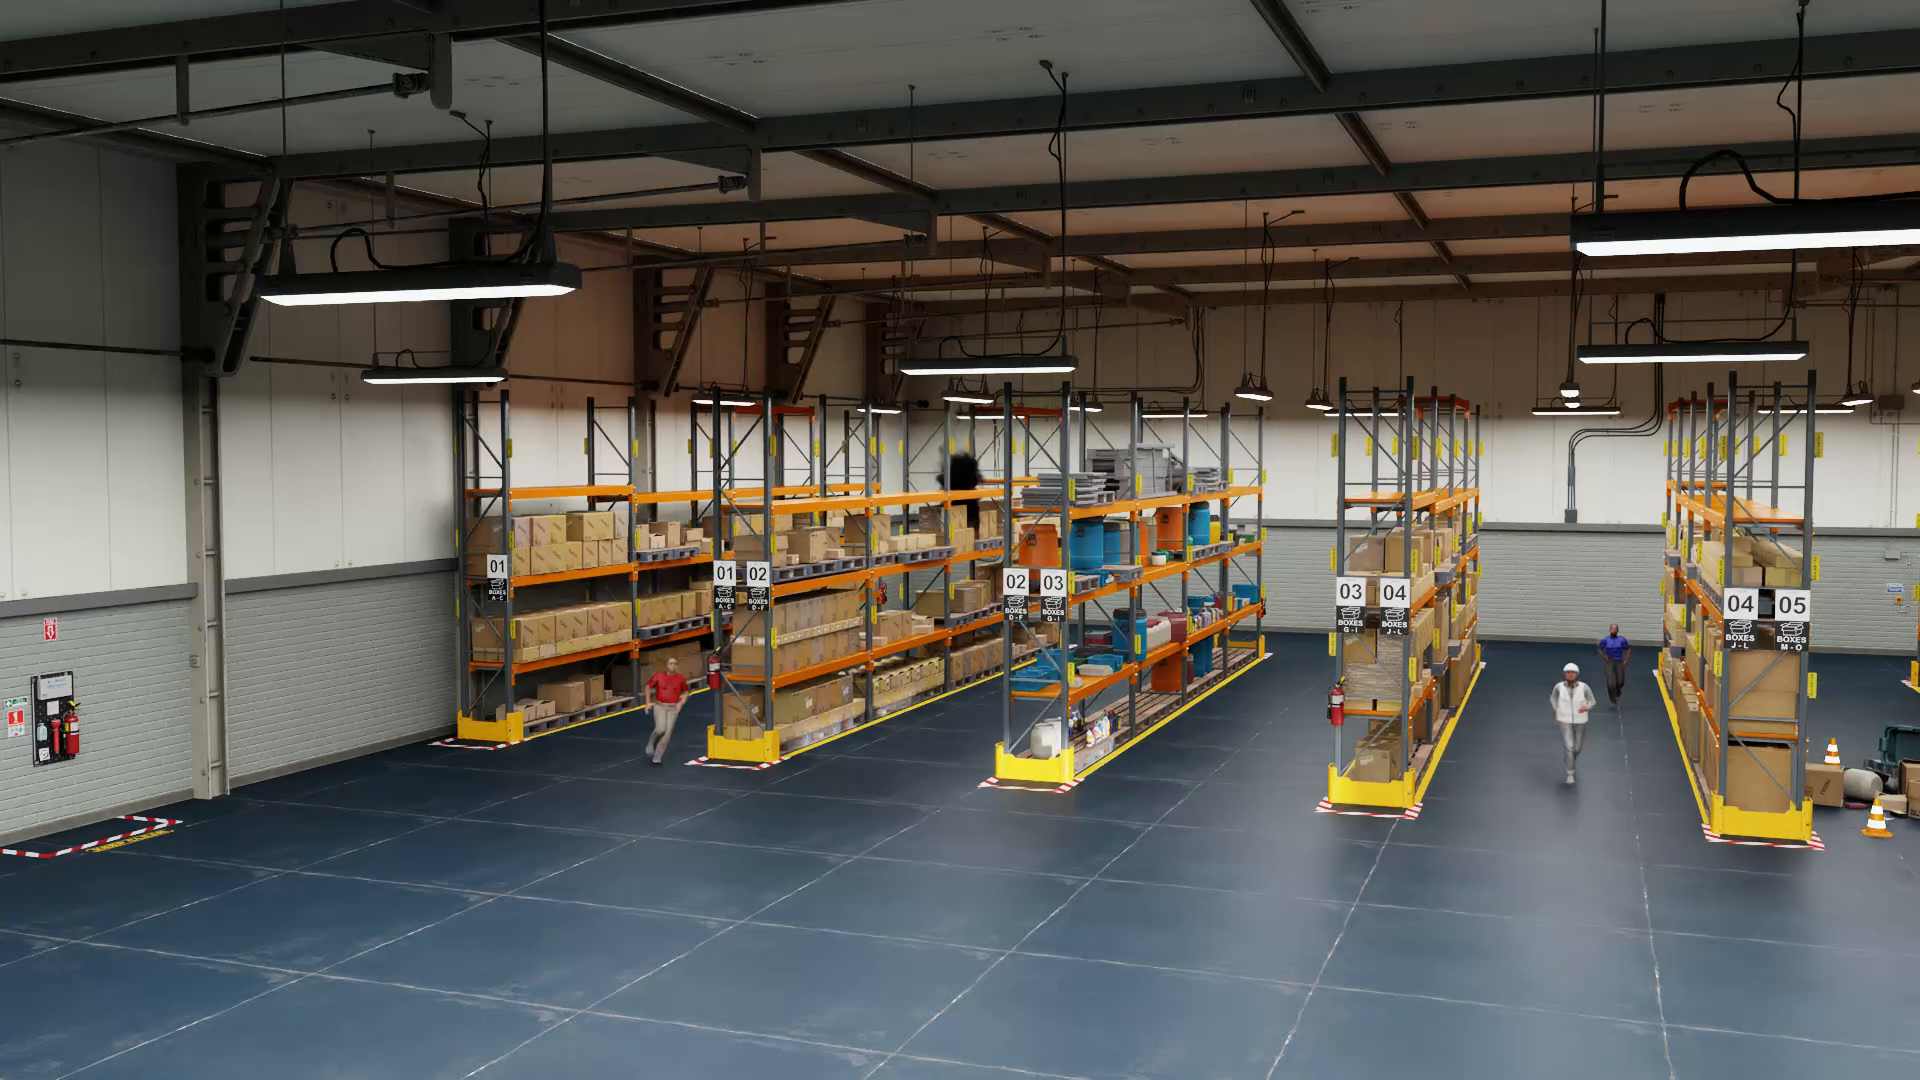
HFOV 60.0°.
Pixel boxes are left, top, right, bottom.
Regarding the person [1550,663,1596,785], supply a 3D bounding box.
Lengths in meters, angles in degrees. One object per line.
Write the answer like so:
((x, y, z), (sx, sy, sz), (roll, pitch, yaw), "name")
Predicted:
((9.239, 2.743, 25.074), (0.652, 1.781, 0.862), (1, 3, 16), "person")

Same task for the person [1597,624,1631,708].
((12.681, 2.431, 32.292), (0.589, 1.614, 0.552), (1, 3, 15), "person")

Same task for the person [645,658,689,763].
((-4.660, 2.713, 26.555), (0.700, 1.651, 0.539), (-1, 3, -20), "person")
